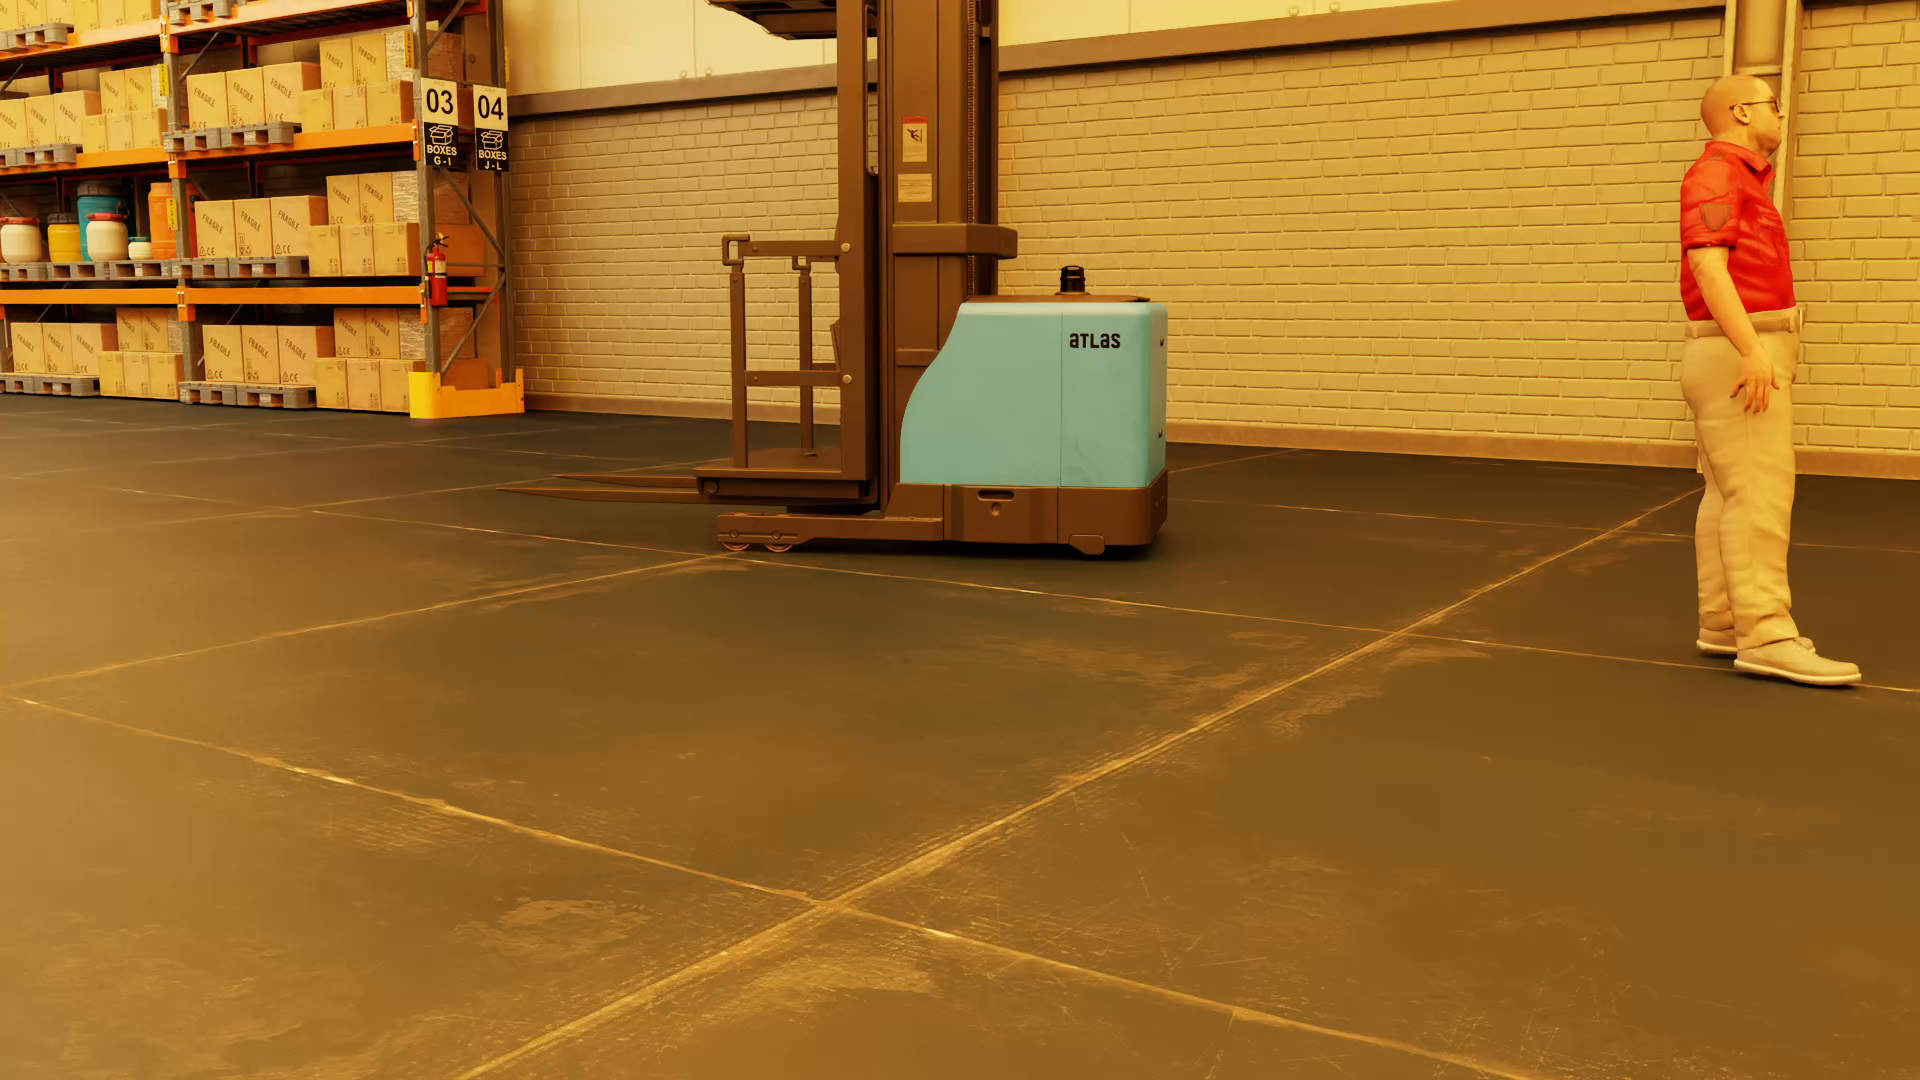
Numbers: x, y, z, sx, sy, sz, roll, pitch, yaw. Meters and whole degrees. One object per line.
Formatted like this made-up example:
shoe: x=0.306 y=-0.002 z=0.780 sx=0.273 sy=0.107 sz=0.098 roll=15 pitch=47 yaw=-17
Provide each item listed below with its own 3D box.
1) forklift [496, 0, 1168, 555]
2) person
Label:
forklift: x=-0.596 y=-1.469 z=7.520 sx=3.031 sy=2.935 sz=1.130 roll=2 pitch=8 yaw=12
person: x=2.393 y=-0.495 z=4.896 sx=0.551 sy=1.727 sz=0.640 roll=4 pitch=9 yaw=26
